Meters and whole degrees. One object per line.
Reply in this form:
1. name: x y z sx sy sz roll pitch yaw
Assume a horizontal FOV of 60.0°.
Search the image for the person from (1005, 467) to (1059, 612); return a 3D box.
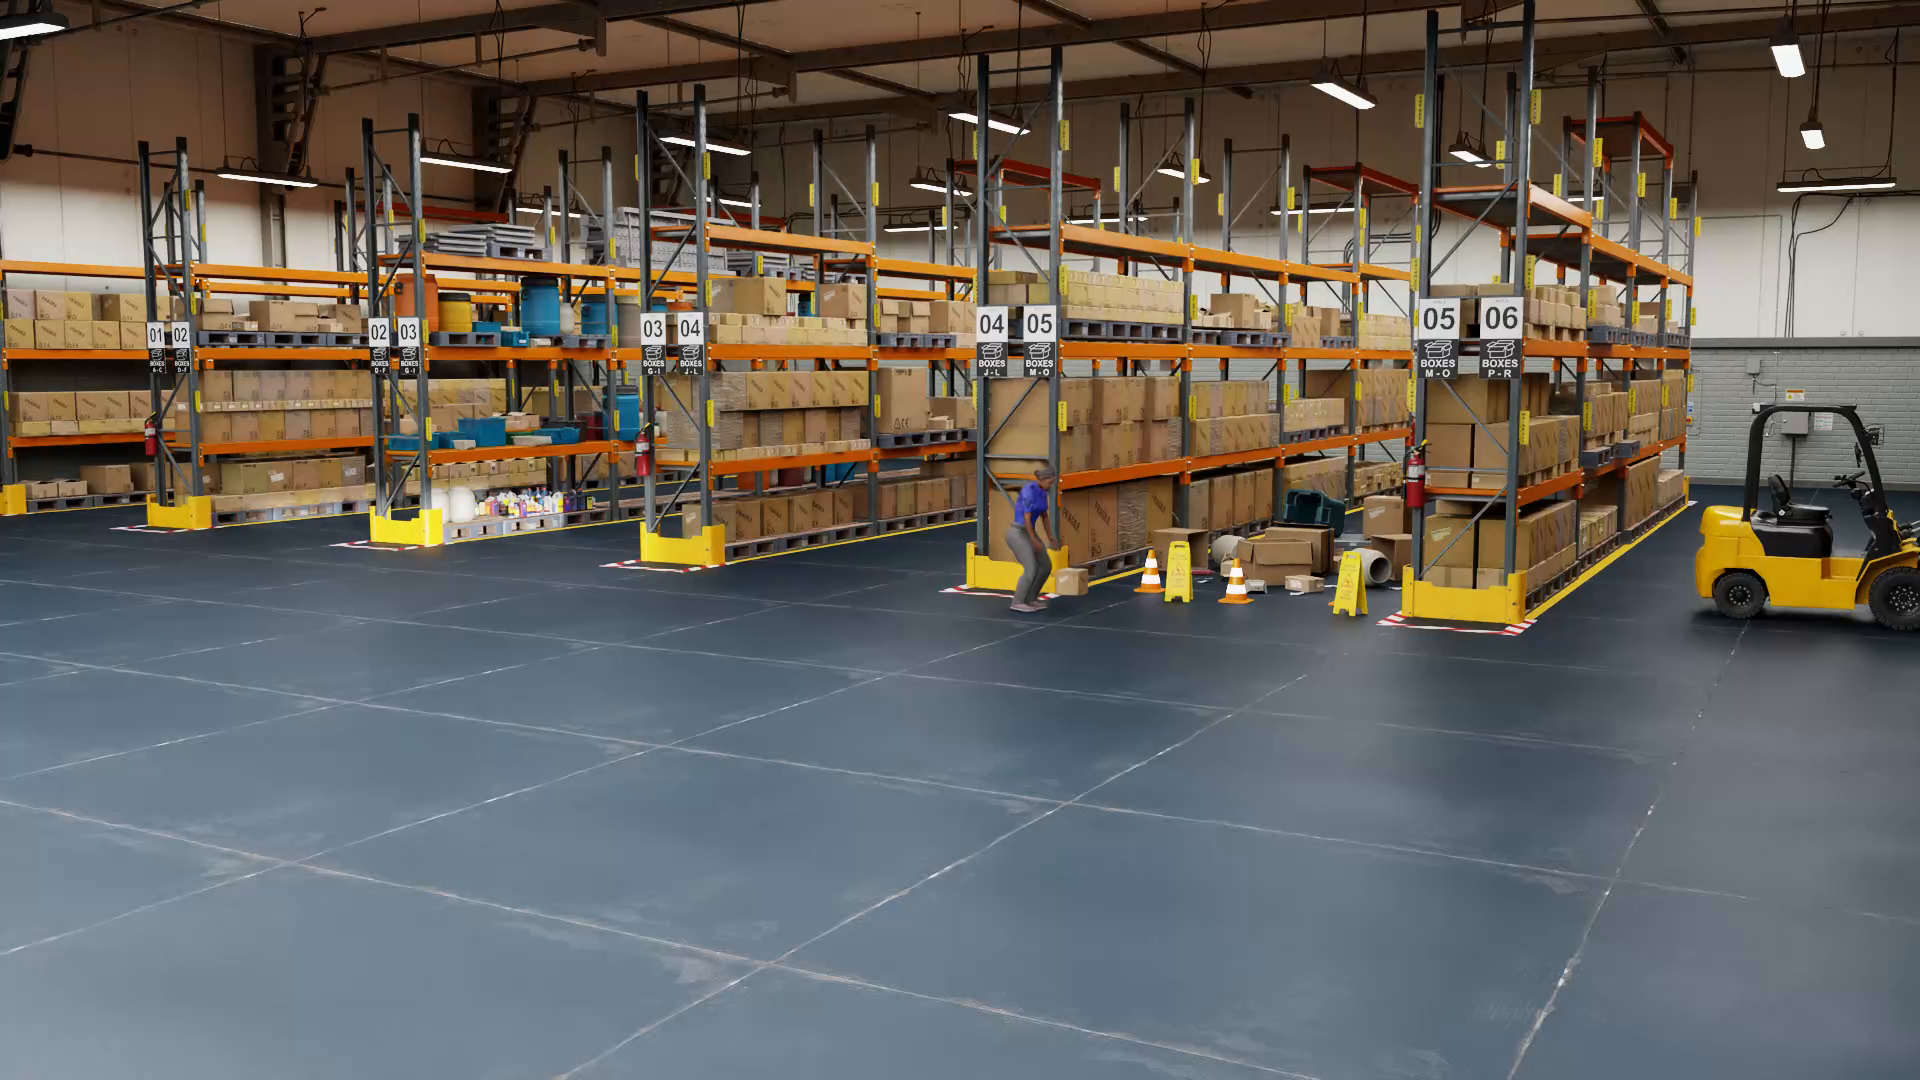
1. person: 0.757 -0.015 17.313 0.513 1.507 0.484 3 7 29
